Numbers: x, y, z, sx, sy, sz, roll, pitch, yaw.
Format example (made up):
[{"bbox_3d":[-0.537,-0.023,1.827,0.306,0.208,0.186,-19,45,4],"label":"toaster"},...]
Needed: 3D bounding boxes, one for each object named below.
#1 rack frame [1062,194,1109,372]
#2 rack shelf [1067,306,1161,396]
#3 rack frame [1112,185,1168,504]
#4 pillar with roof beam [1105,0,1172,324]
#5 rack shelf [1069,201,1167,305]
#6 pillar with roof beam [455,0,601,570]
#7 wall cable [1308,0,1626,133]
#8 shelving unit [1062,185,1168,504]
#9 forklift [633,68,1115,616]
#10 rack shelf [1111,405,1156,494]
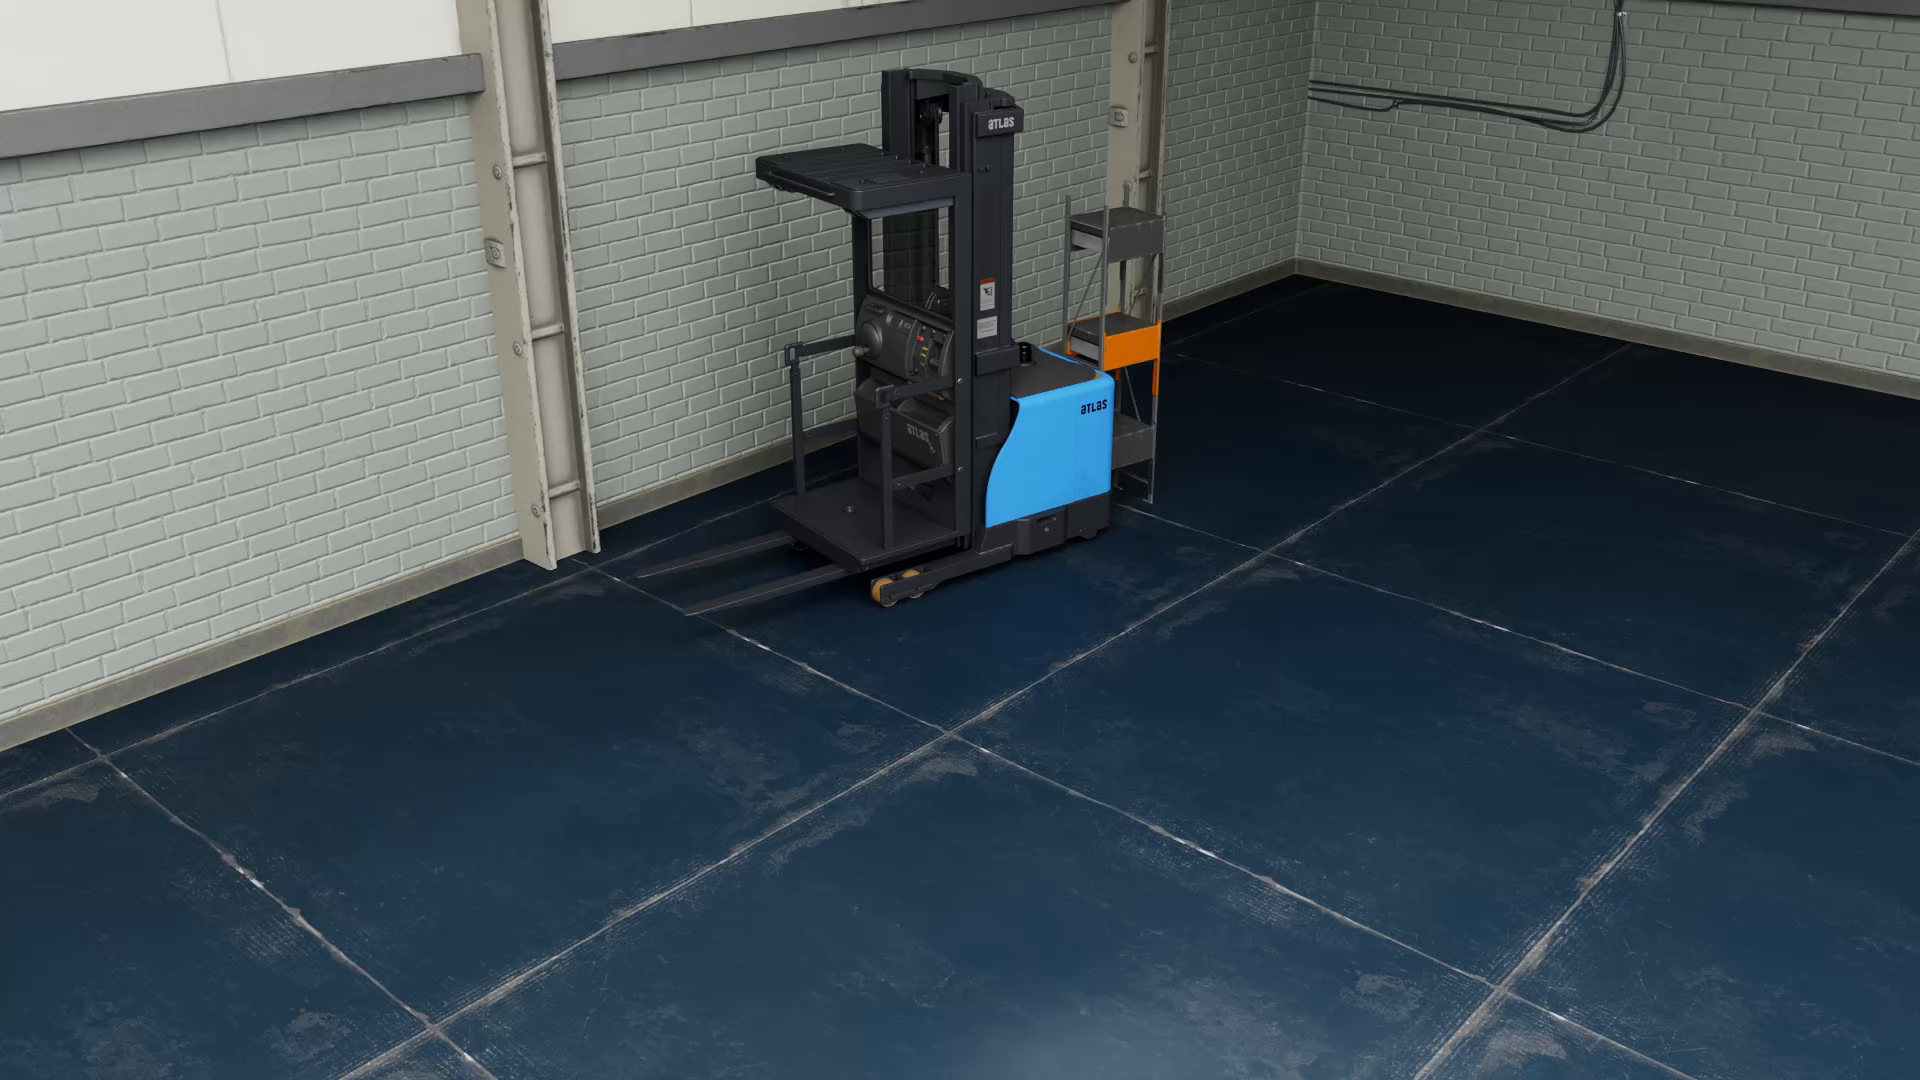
[{"bbox_3d":[0.790,-1.151,10.750,0.015,2.100,0.400,-17,29,-33],"label":"rack frame"},{"bbox_3d":[0.987,-1.197,10.887,0.480,0.518,0.431,-17,29,-33],"label":"rack shelf"},{"bbox_3d":[1.184,-1.268,11.012,0.015,2.100,0.400,-17,29,-33],"label":"rack frame"},{"bbox_3d":[4.680,-4.672,10.171,9.100,9.000,0.400,20,31,38],"label":"pillar with roof beam"},{"bbox_3d":[0.987,-1.836,10.600,0.480,0.518,0.431,-17,29,-33],"label":"rack shelf"},{"bbox_3d":[0.676,-2.844,6.094,9.100,9.000,0.400,20,31,38],"label":"pillar with roof beam"},{"bbox_3d":[4.425,-4.967,14.625,3.097,2.526,0.112,20,31,38],"label":"wall cable"},{"bbox_3d":[0.987,-1.210,10.881,0.503,2.100,0.431,-17,29,-33],"label":"shelving unit"},{"bbox_3d":[-0.503,-1.187,9.816,3.031,2.935,1.130,-17,29,-33],"label":"forklift"},{"bbox_3d":[0.987,-0.558,11.173,0.480,0.518,0.431,-17,29,-33],"label":"rack shelf"}]
